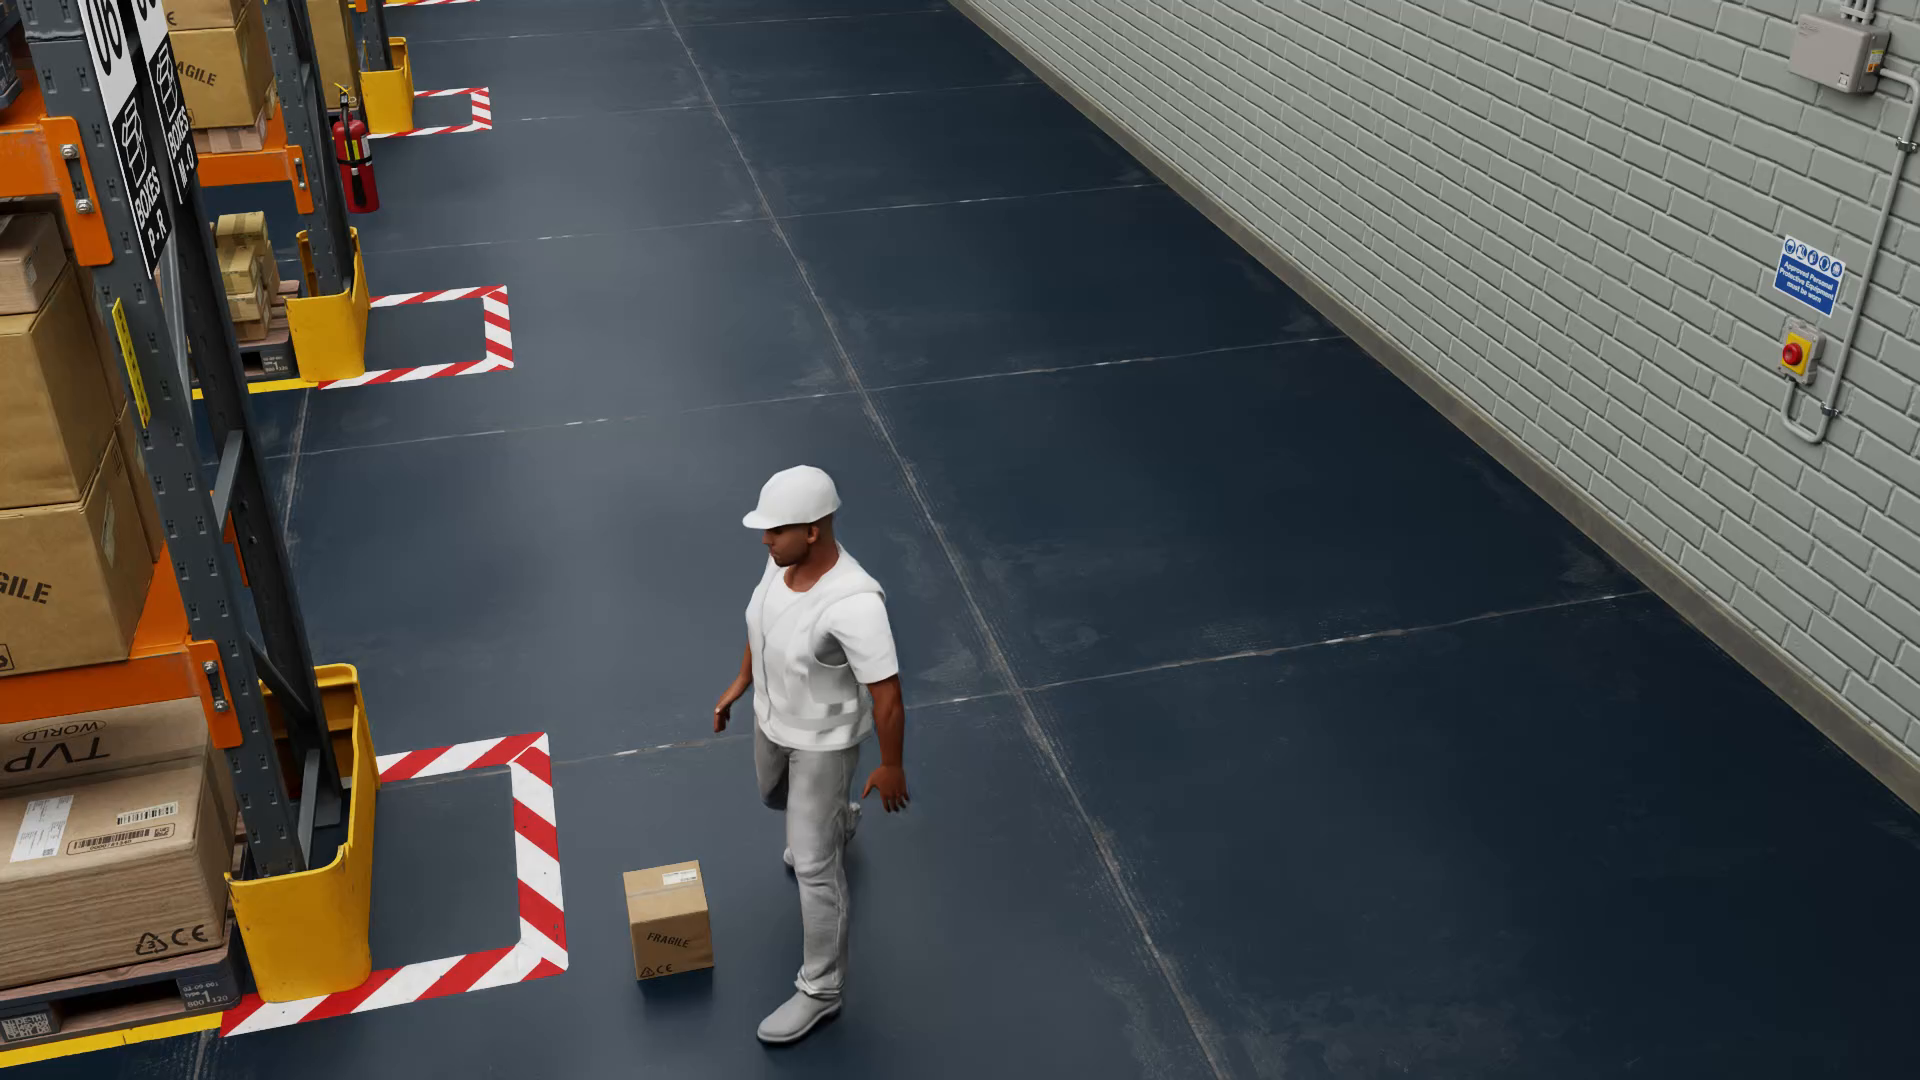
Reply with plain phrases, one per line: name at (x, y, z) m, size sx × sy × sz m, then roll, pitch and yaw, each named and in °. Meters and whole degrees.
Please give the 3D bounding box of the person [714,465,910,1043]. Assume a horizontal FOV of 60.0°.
person at (-0.497, 0.583, 5.150) m, size 0.757 × 1.723 × 0.785 m, roll -19°, pitch 35°, yaw -29°
